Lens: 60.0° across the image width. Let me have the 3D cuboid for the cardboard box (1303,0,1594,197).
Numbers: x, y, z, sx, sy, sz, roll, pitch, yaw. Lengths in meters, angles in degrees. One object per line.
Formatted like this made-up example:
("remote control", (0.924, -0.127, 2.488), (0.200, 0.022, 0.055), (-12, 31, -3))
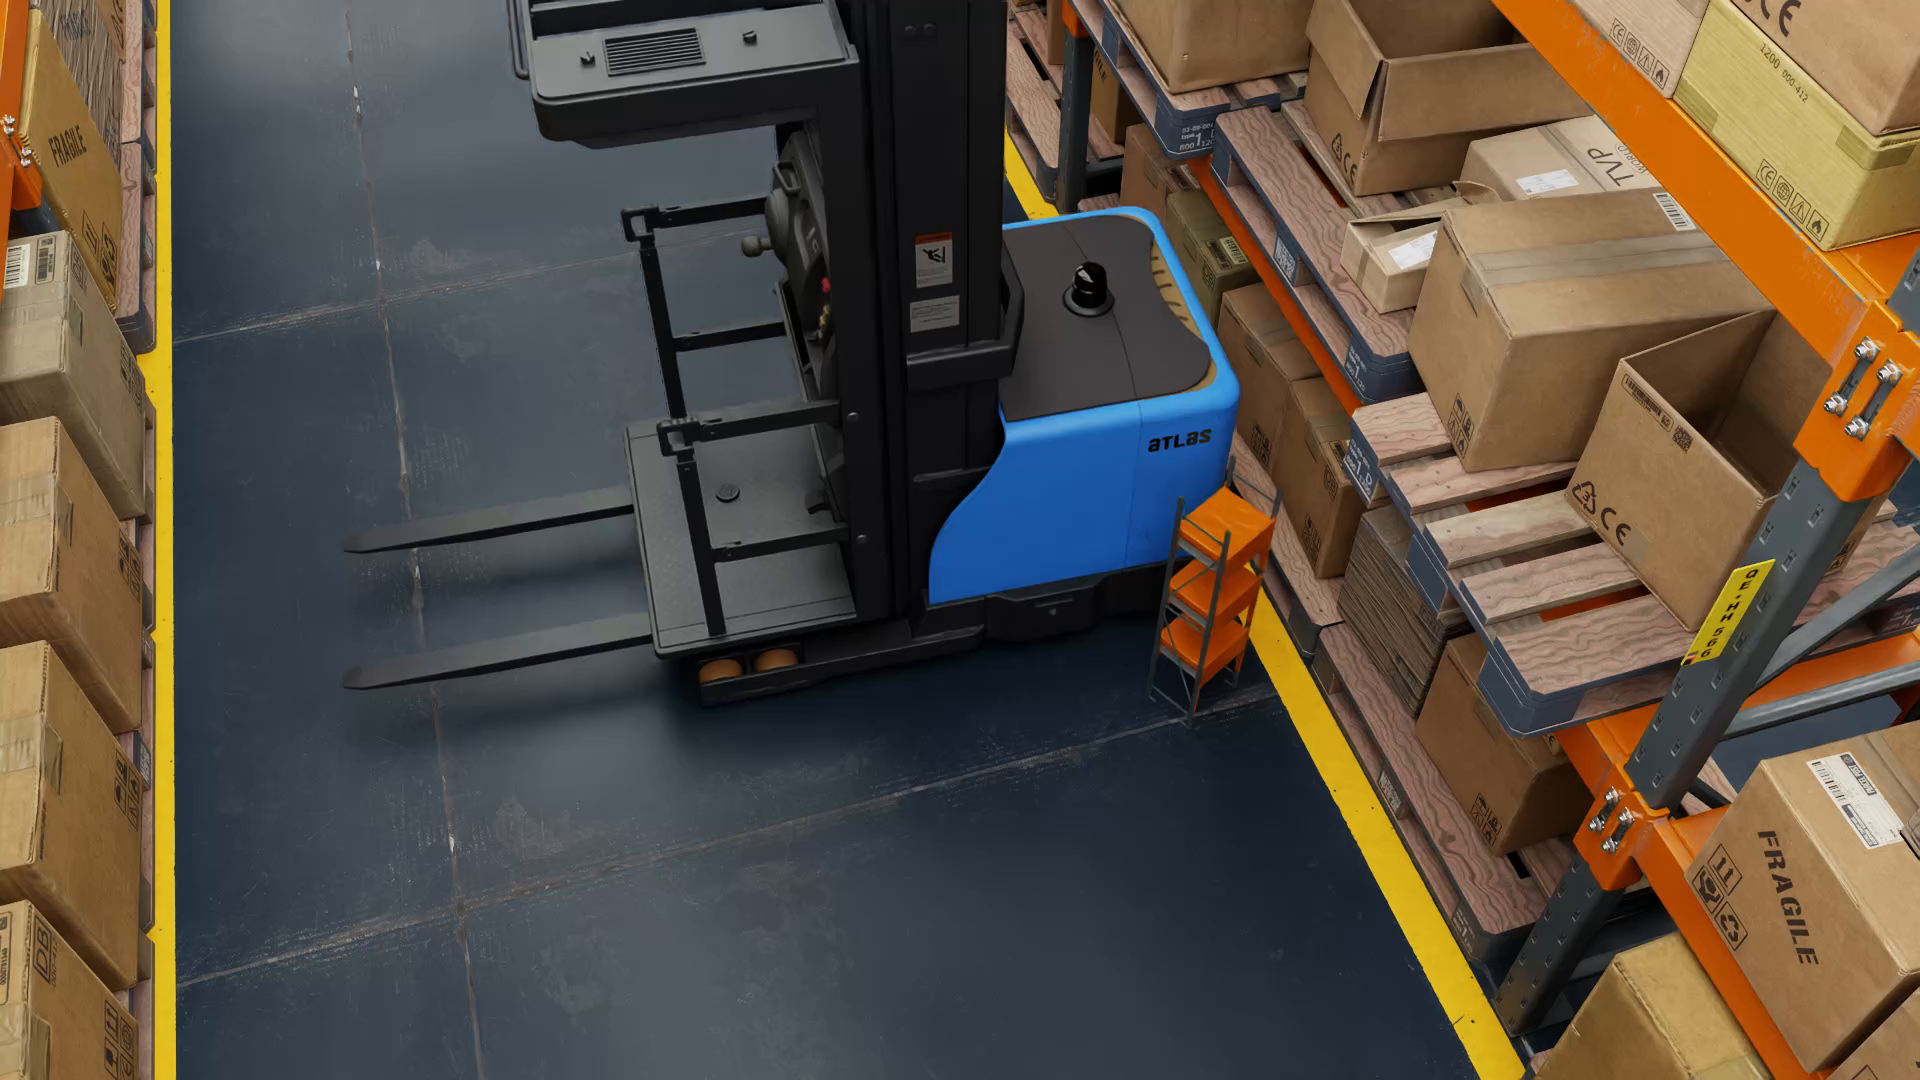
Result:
("cardboard box", (1.527, -1.473, 5.187), (0.797, 0.503, 0.637), (-9, 50, -7))

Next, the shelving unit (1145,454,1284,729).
("shelving unit", (0.810, 0.194, 5.398), (0.252, 1.050, 0.215), (-37, 60, -27))

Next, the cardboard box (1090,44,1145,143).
("cardboard box", (0.846, -2.180, 7.486), (0.500, 0.500, 0.500), (-15, 51, -12))

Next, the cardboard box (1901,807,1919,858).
("cardboard box", (2.310, 0.554, 3.099), (0.797, 0.503, 0.637), (-12, 51, -10))

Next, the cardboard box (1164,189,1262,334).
("cardboard box", (1.211, -1.079, 6.545), (0.700, 0.500, 0.500), (-14, 51, -11))

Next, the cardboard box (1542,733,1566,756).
("cardboard box", (1.883, 0.312, 4.882), (0.500, 0.250, 0.500), (-11, 51, -9))

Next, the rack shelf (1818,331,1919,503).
("rack shelf", (2.701, 1.098, 1.871), (1.077, 0.370, 4.000), (-13, 51, -11))

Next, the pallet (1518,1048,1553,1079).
("pallet", (2.271, 1.864, 4.541), (1.003, 0.211, 1.213), (-13, 51, -11))

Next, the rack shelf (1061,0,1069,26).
("rack shelf", (0.335, -3.778, 7.944), (1.077, 0.370, 4.000), (-13, 51, -11))

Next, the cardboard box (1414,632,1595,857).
("cardboard box", (1.892, 0.551, 5.170), (0.700, 0.500, 0.500), (-16, 52, -13))

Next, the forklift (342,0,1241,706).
("forklift", (-0.663, -0.825, 5.028), (3.031, 2.935, 1.130), (-10, 51, -9))

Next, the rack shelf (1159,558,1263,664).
("rack shelf", (0.810, 0.200, 5.406), (0.240, 0.259, 0.215), (-37, 60, -27))

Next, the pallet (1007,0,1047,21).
("pallet", (0.330, -3.025, 8.663), (1.003, 0.211, 1.213), (-13, 51, -11))

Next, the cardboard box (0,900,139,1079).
("cardboard box", (-2.753, 1.545, 4.183), (1.050, 0.750, 0.750), (-14, 51, -11))

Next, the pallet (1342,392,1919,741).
("pallet", (1.797, -0.062, 4.466), (1.213, 0.211, 1.003), (-13, 51, -11))

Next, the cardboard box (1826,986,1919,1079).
("cardboard box", (2.148, 1.133, 3.268), (0.500, 0.500, 0.500), (-15, 51, -12))

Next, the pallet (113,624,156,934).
("pallet", (-3.177, 0.836, 5.407), (1.003, 0.211, 1.213), (-13, 51, -11))

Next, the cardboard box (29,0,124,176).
("cardboard box", (-4.231, -2.085, 7.161), (0.875, 0.875, 0.875), (-13, 51, -11))

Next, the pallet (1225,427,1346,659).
("pallet", (1.523, -0.189, 6.272), (1.003, 0.211, 1.213), (-13, 51, -11))

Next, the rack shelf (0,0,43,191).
("rack shelf", (-4.433, -2.730, 7.060), (1.077, 0.370, 4.000), (-13, 51, -11))

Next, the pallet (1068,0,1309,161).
("pallet", (1.014, -1.896, 6.012), (1.003, 0.211, 1.213), (-13, 51, -11))

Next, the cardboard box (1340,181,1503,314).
("cardboard box", (1.358, -0.877, 4.840), (0.396, 0.266, 0.258), (-15, 51, -12))

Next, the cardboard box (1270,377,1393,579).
("cardboard box", (1.542, -0.263, 5.857), (0.700, 0.500, 0.500), (-9, 51, -8))

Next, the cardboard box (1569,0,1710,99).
("cardboard box", (1.575, -1.197, 3.434), (0.500, 0.250, 0.500), (-13, 51, -11))

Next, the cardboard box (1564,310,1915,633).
("cardboard box", (1.912, -0.181, 4.100), (0.500, 0.500, 0.500), (-19, 52, -15))

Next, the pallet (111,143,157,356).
("pallet", (-3.992, -1.176, 7.103), (1.003, 0.211, 1.213), (-13, 51, -11))

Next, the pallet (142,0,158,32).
("pallet", (-4.713, -2.958, 8.606), (1.003, 0.211, 1.213), (-13, 51, -11))

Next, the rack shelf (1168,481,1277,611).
("rack shelf", (0.813, 0.020, 5.188), (0.240, 0.259, 0.215), (-37, 60, -27))

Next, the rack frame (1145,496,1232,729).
("rack frame", (0.723, 0.259, 5.343), (0.008, 1.050, 0.200), (-37, 60, -27))

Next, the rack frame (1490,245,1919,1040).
("rack frame", (2.109, 0.372, 3.974), (1.000, 3.000, 0.127), (-13, 51, -11))

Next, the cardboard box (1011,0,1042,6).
("cardboard box", (0.411, -3.032, 8.205), (0.500, 0.500, 0.500), (-17, 52, -14))

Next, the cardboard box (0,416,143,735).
("cardboard box", (-3.290, 0.227, 5.294), (1.050, 0.750, 0.750), (-13, 51, -11))

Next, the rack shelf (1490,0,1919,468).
("rack shelf", (1.518, -1.823, 4.334), (1.077, 0.370, 4.000), (-13, 51, -11))
